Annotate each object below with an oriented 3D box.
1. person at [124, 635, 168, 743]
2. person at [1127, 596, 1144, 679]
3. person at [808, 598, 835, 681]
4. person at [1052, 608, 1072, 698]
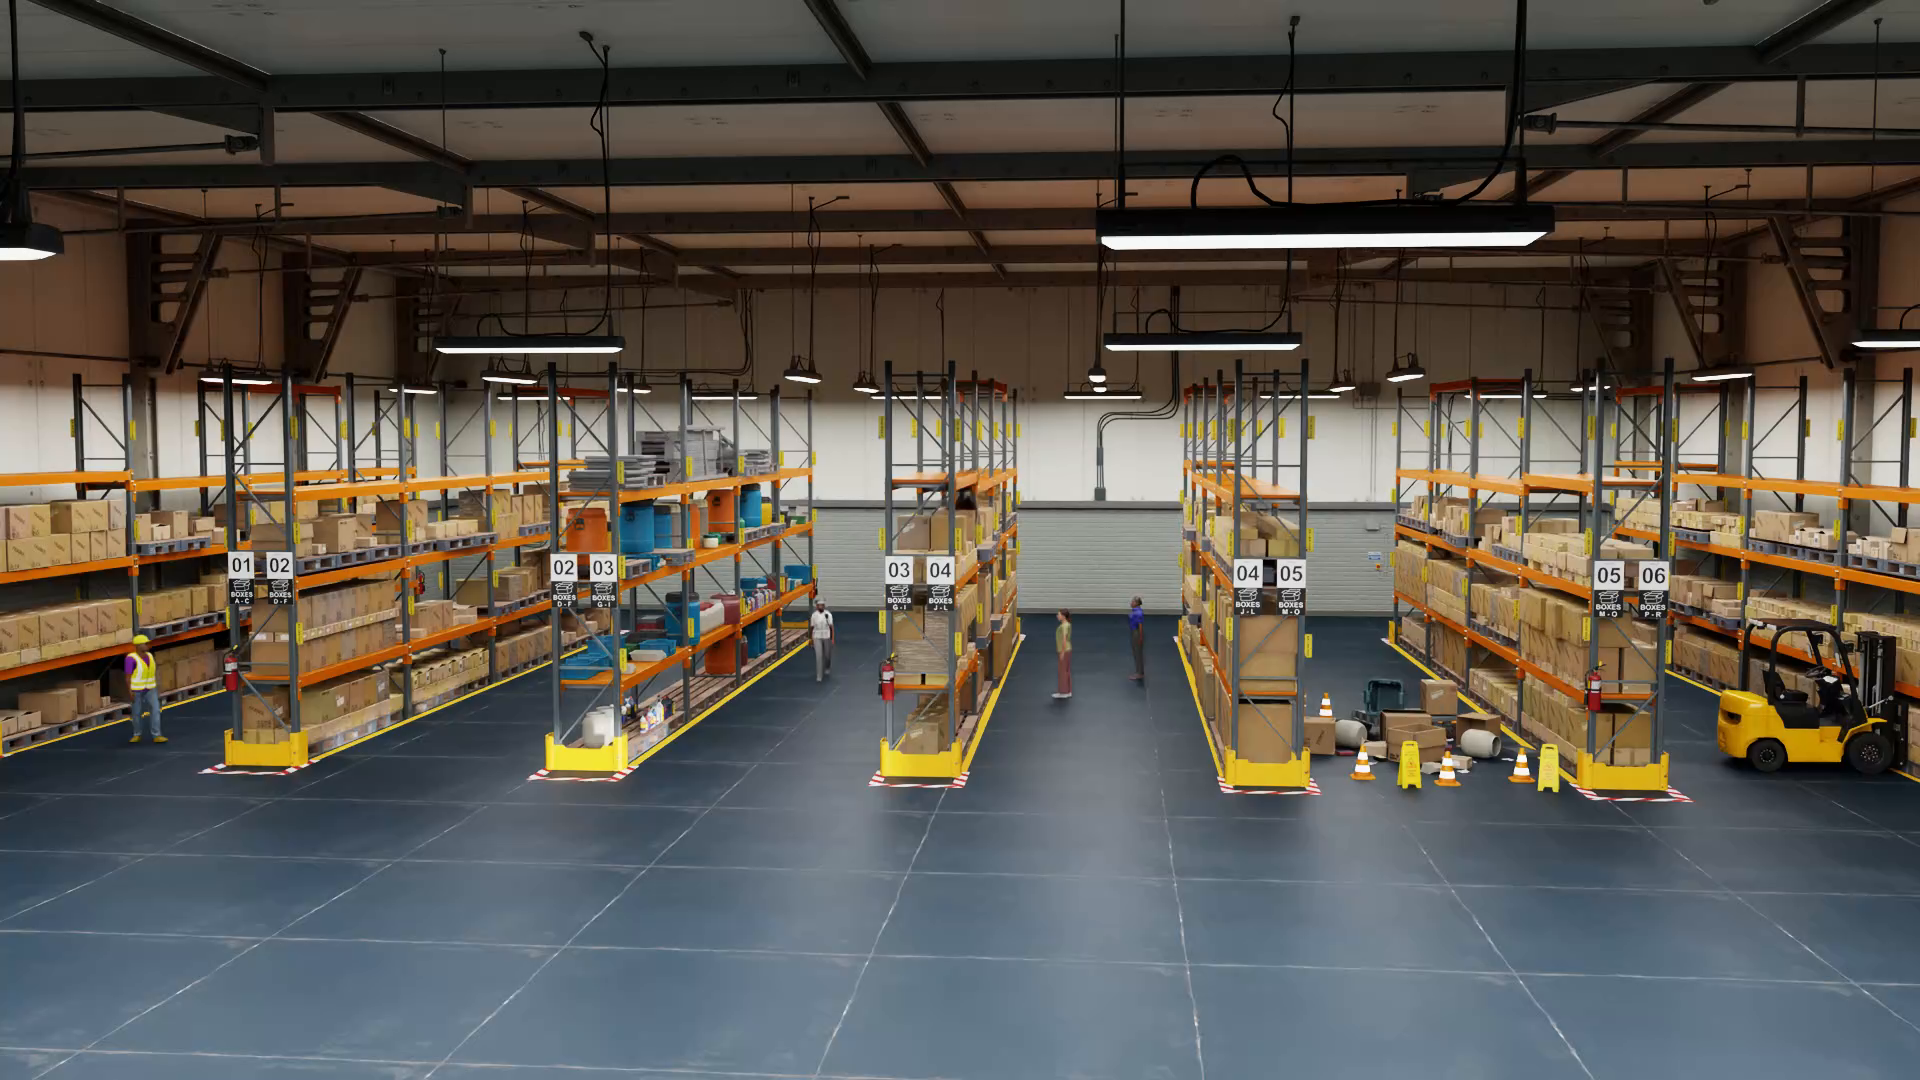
[{"bbox_3d":[-13.095,2.388,26.597,0.628,1.755,0.582,3,5,41],"label":"person"},{"bbox_3d":[3.558,1.963,33.599,0.340,1.666,0.526,0,4,-6],"label":"person"},{"bbox_3d":[-2.781,1.971,33.407,0.527,1.645,0.900,0,4,-6],"label":"person"},{"bbox_3d":[1.912,2.106,31.153,0.369,1.673,0.517,1,4,9],"label":"person"}]
